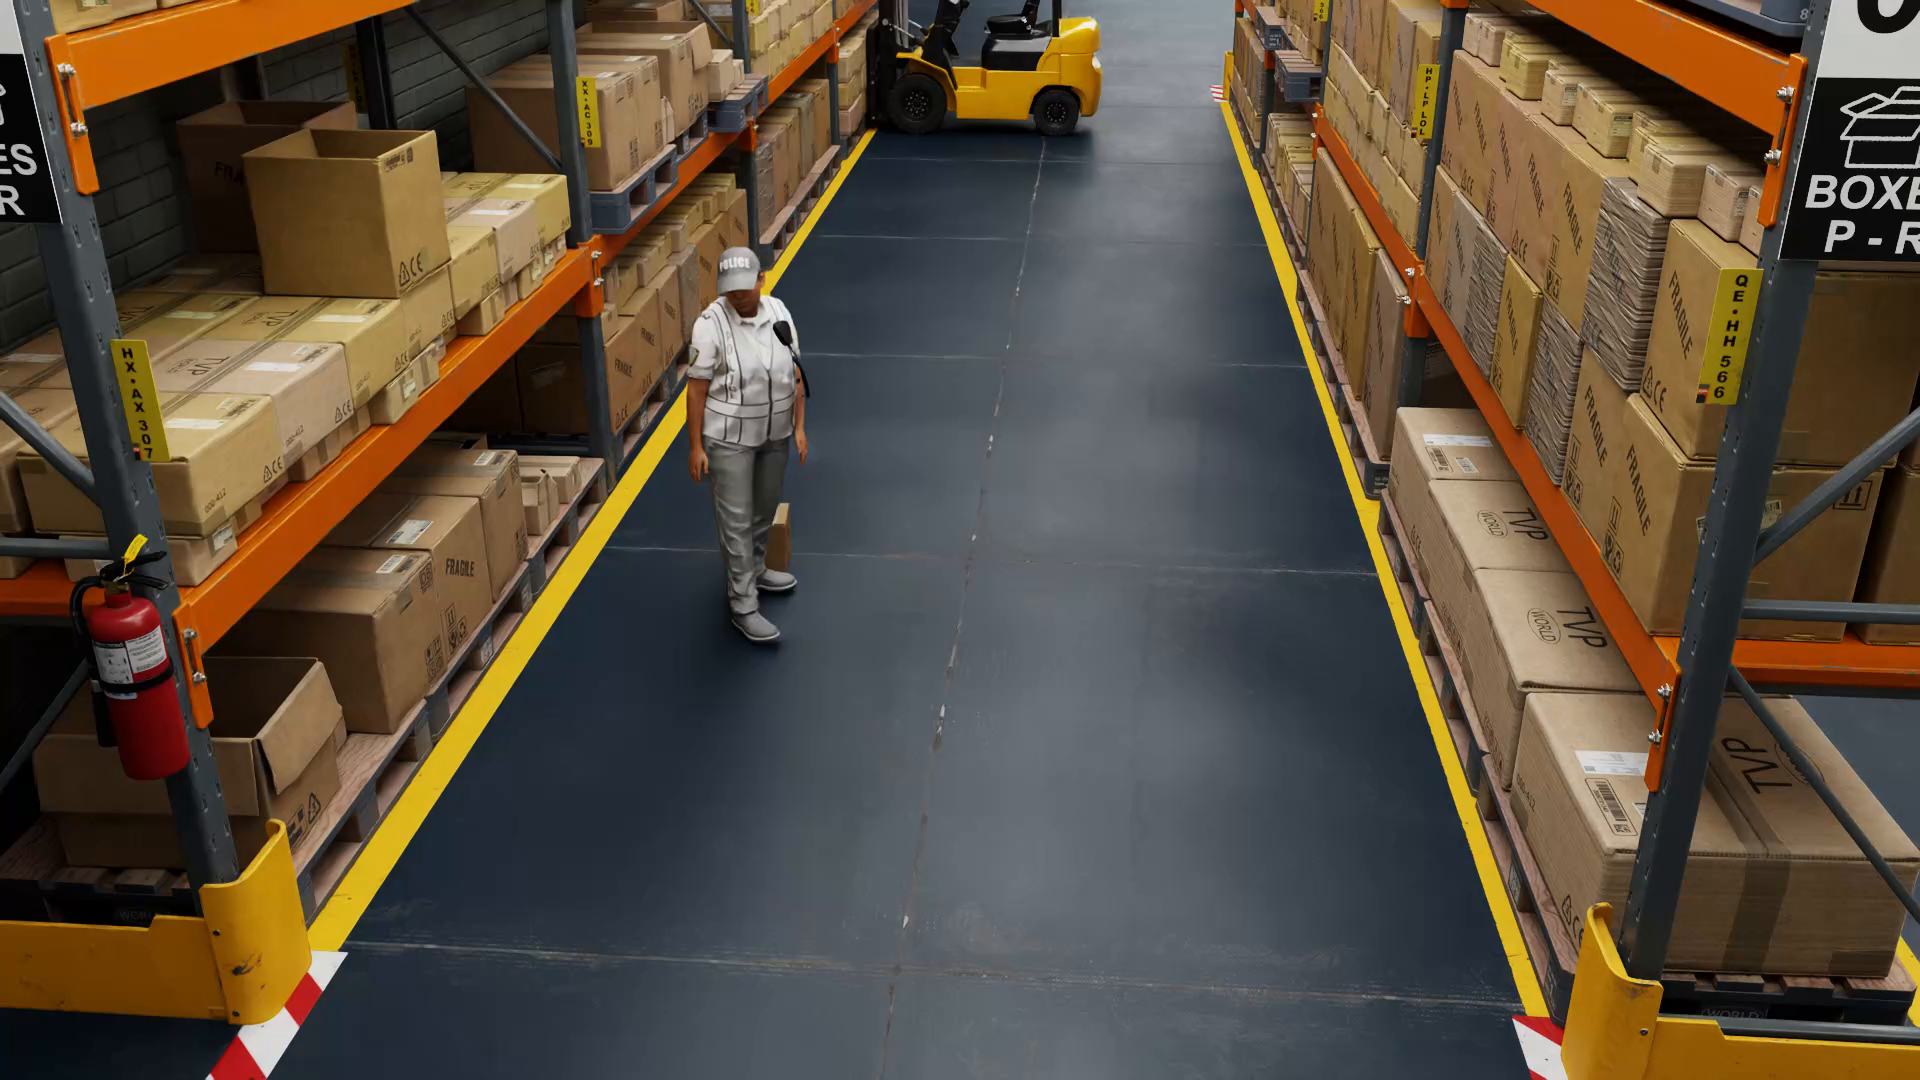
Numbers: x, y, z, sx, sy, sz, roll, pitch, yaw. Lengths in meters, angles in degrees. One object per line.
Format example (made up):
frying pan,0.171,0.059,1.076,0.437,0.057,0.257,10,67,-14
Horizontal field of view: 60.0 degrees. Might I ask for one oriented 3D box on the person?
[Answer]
person,-0.883,-0.435,7.006,0.559,1.646,0.624,-21,32,-38
